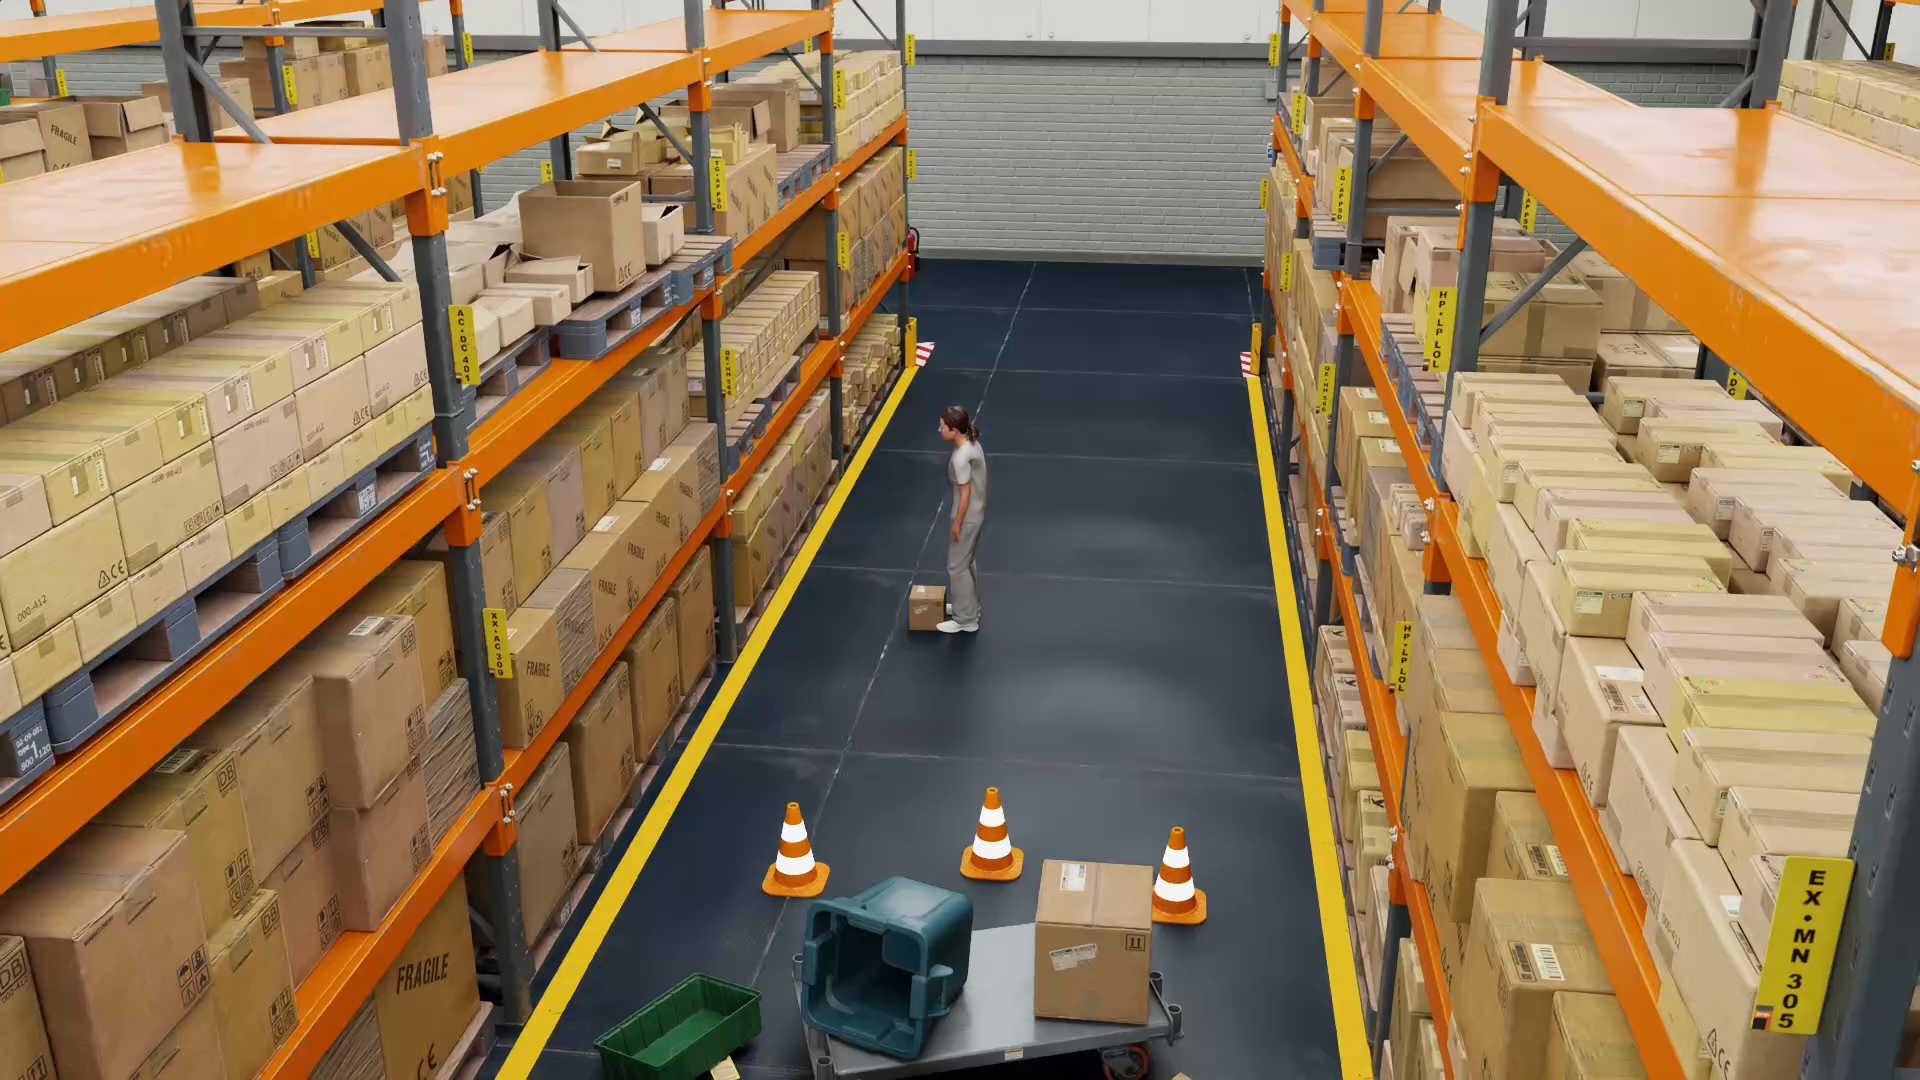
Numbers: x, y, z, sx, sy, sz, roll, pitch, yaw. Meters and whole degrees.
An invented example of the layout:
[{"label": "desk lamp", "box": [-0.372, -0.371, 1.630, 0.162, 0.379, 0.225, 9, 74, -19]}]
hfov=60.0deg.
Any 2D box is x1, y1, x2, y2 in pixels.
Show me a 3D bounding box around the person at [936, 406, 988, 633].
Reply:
[{"label": "person", "box": [0.015, -0.161, 11.901, 0.360, 1.672, 0.484, 2, 21, 6]}]
